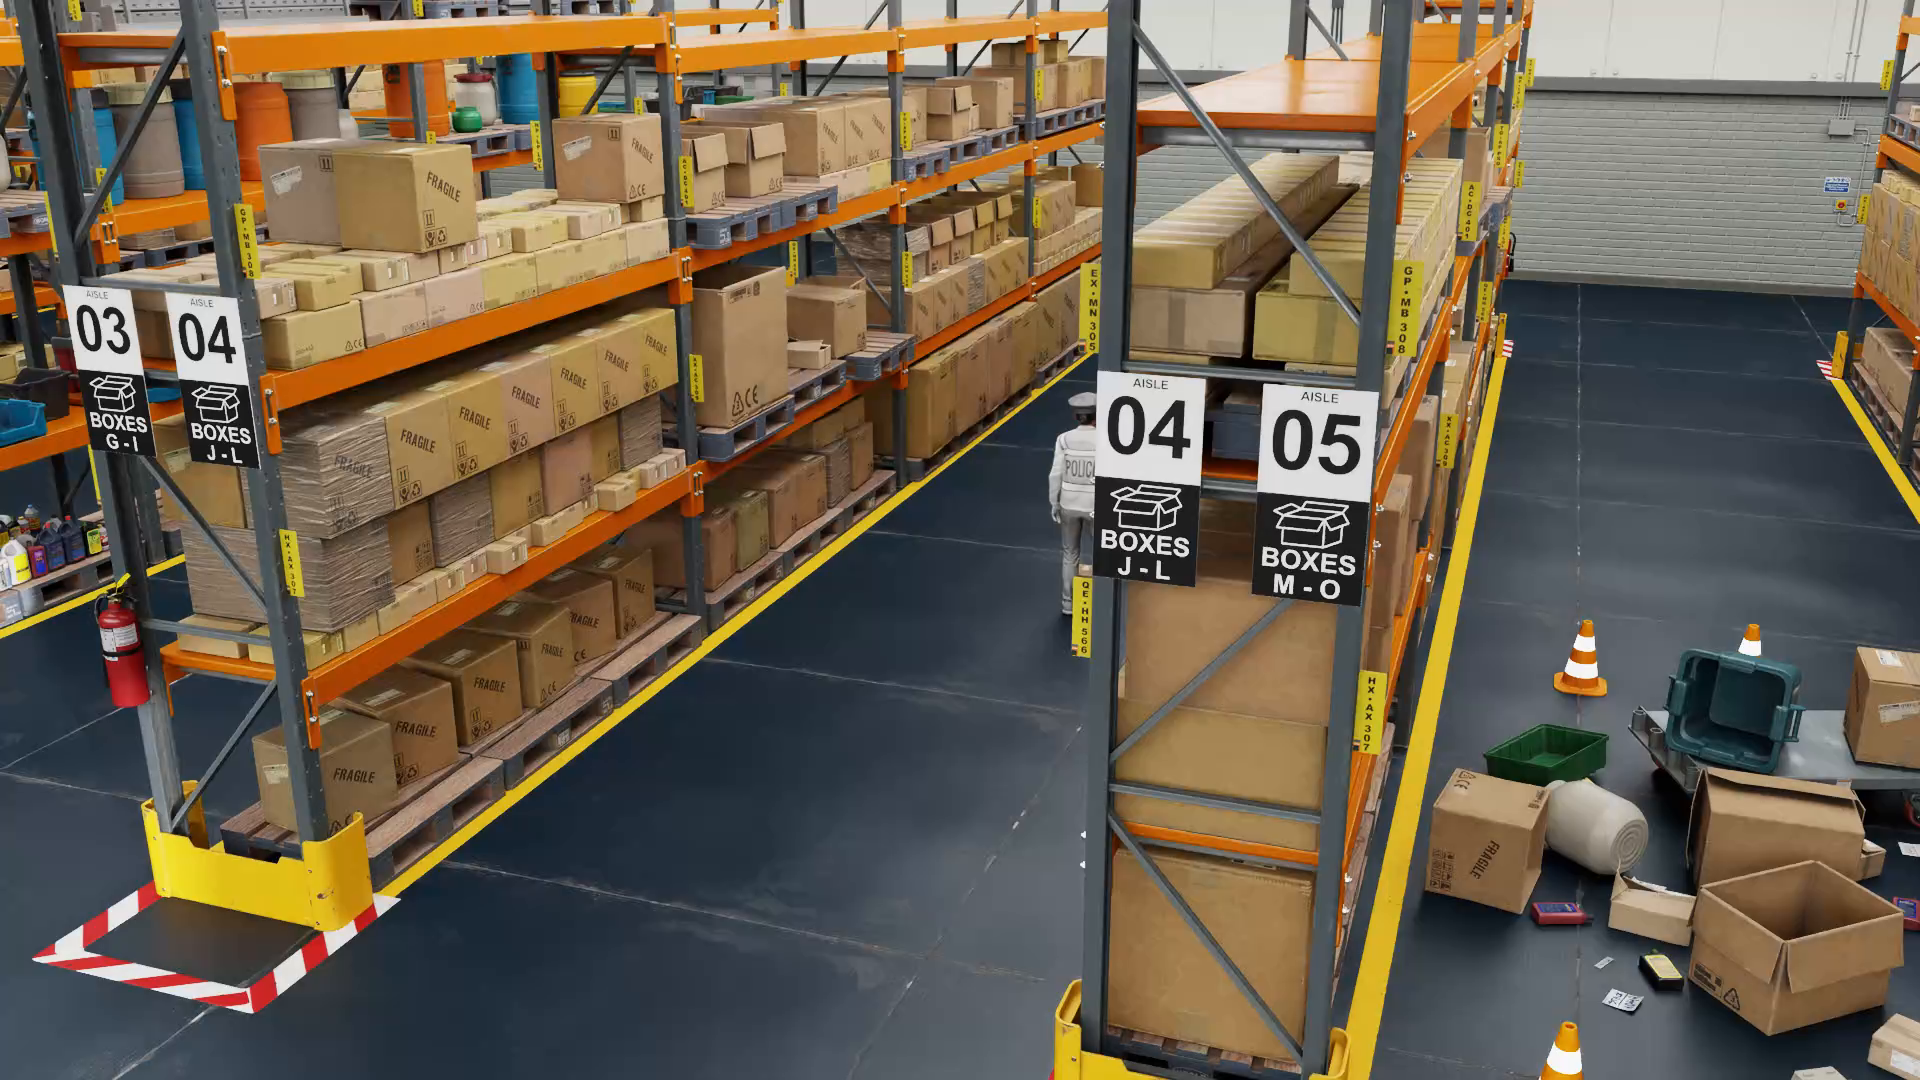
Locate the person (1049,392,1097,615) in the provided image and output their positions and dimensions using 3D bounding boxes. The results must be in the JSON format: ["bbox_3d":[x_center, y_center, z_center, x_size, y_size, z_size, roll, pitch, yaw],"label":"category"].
[{"bbox_3d":[0.923,-0.241,12.267,0.539,1.662,0.374,5,19,15],"label":"person"}]
